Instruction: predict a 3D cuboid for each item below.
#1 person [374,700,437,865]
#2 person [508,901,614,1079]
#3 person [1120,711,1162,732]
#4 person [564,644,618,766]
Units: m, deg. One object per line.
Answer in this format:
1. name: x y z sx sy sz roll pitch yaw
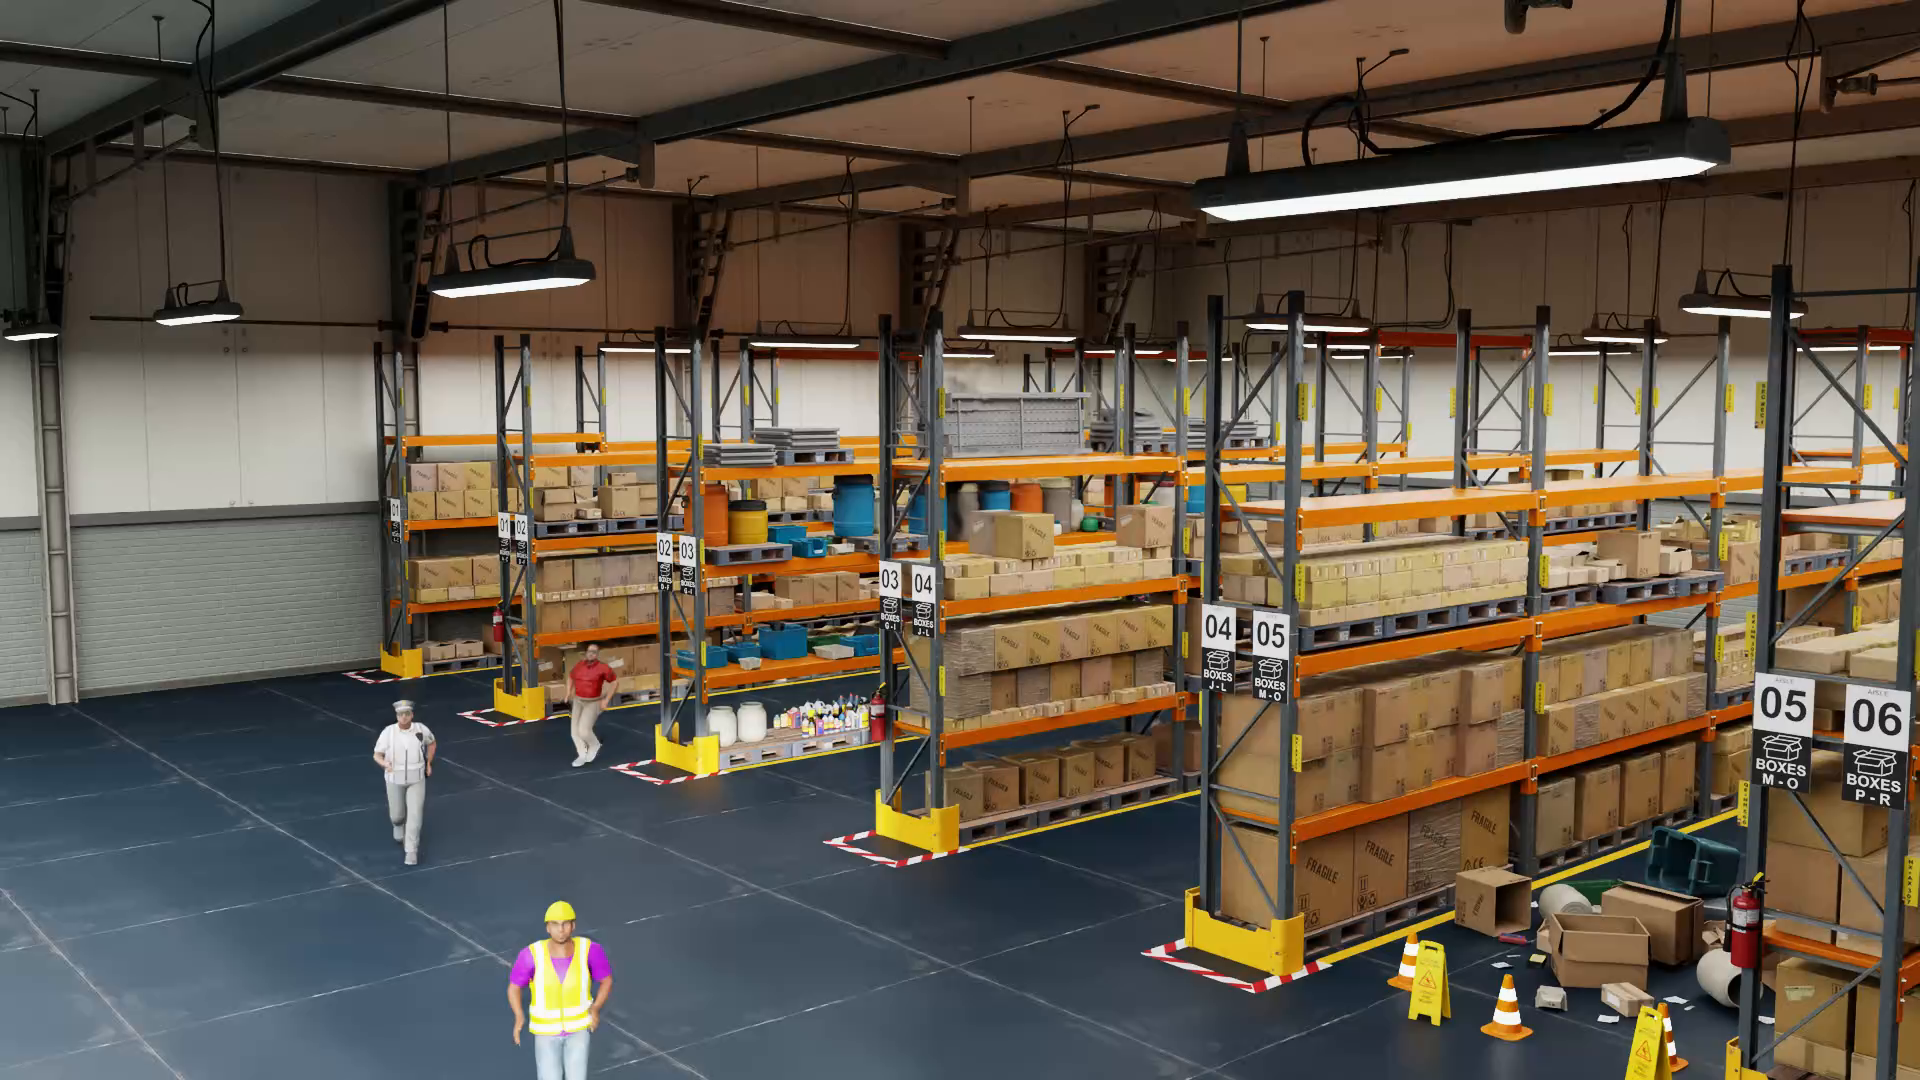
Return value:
1. person: -6.076 2.615 18.261 0.665 1.754 0.945 -2 6 -21
2. person: -2.695 3.287 11.280 0.702 1.721 0.589 -2 5 -16
3. person: 2.623 2.044 24.619 0.719 1.752 0.979 4 7 40
4. person: -5.089 2.265 22.738 0.735 1.672 0.493 2 5 19
